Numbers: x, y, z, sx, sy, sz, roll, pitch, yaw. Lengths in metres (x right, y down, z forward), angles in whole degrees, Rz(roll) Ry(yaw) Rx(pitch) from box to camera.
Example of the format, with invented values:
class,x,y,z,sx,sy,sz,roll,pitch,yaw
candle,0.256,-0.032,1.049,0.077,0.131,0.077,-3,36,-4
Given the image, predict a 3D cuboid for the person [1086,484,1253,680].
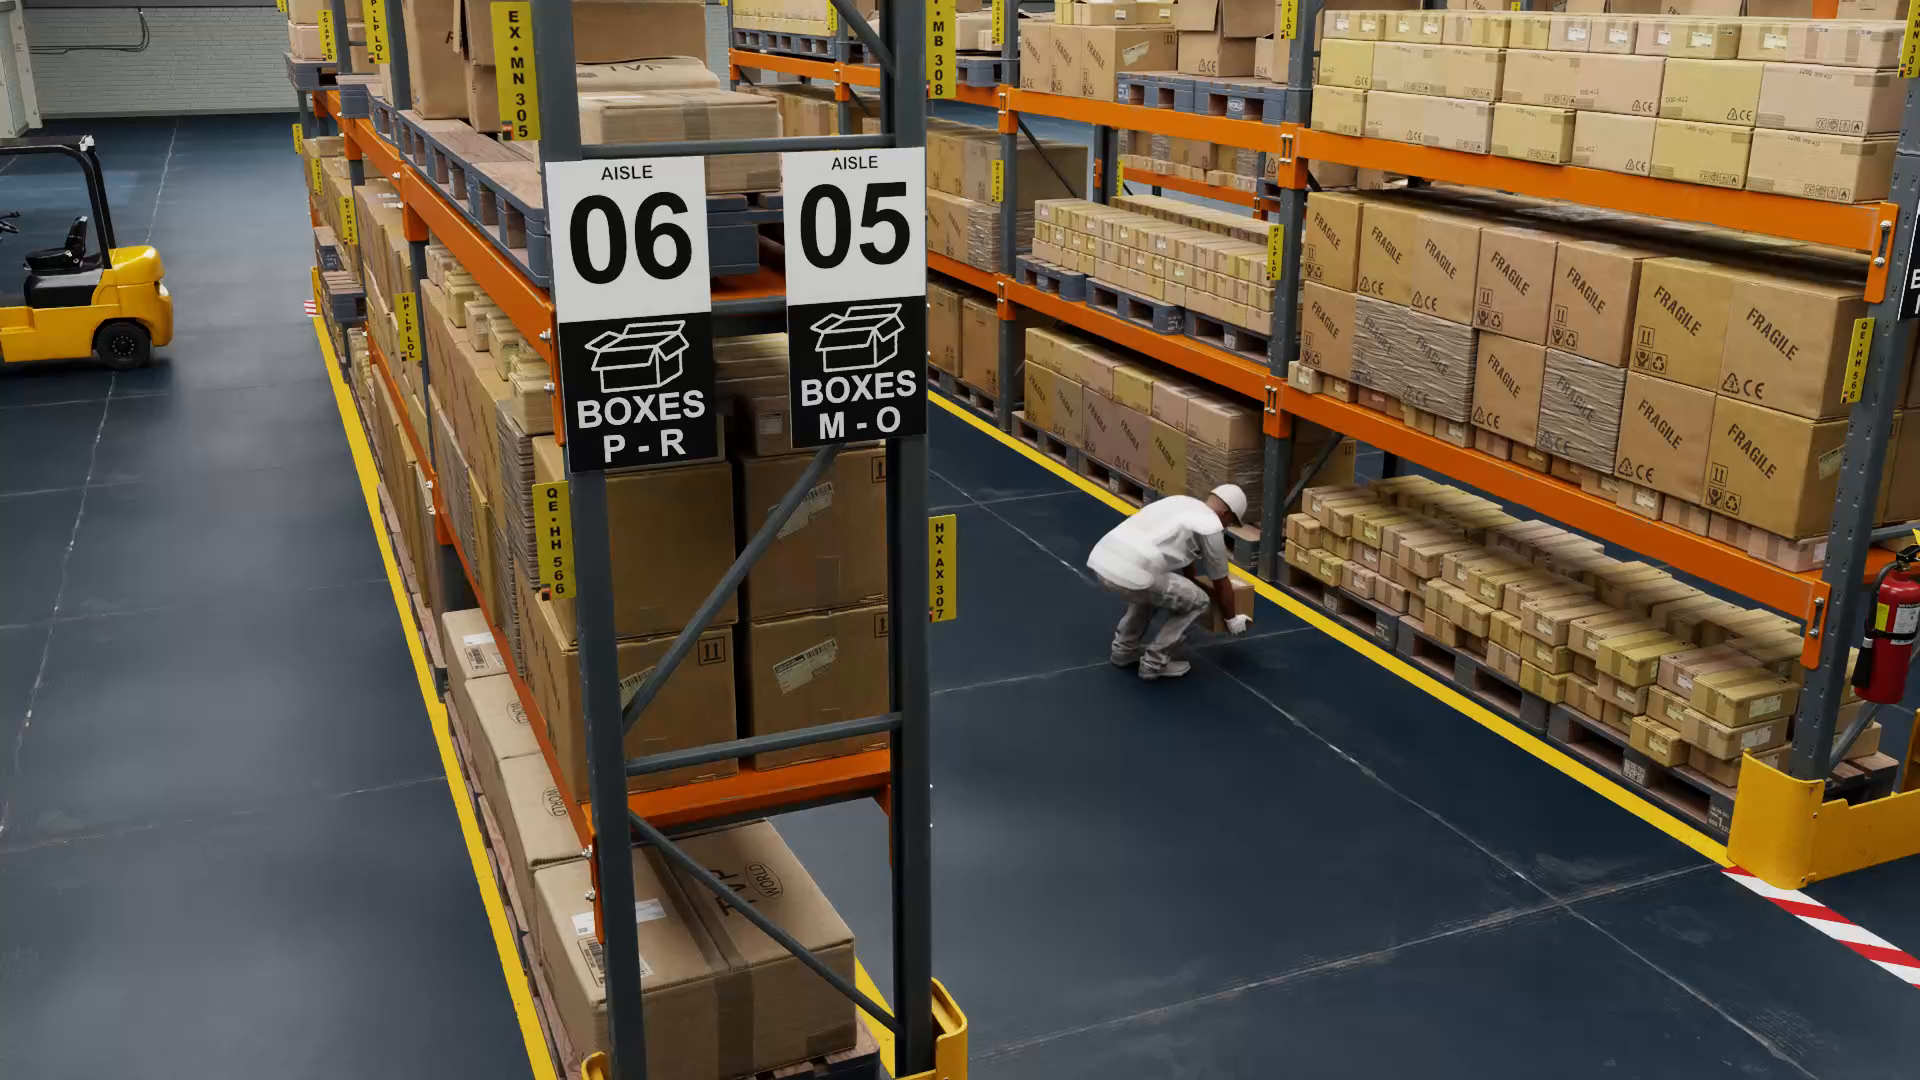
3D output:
class,x,y,z,sx,sy,sz,roll,pitch,yaw
person,1.147,0.221,9.116,0.946,0.995,0.543,-9,20,-24
